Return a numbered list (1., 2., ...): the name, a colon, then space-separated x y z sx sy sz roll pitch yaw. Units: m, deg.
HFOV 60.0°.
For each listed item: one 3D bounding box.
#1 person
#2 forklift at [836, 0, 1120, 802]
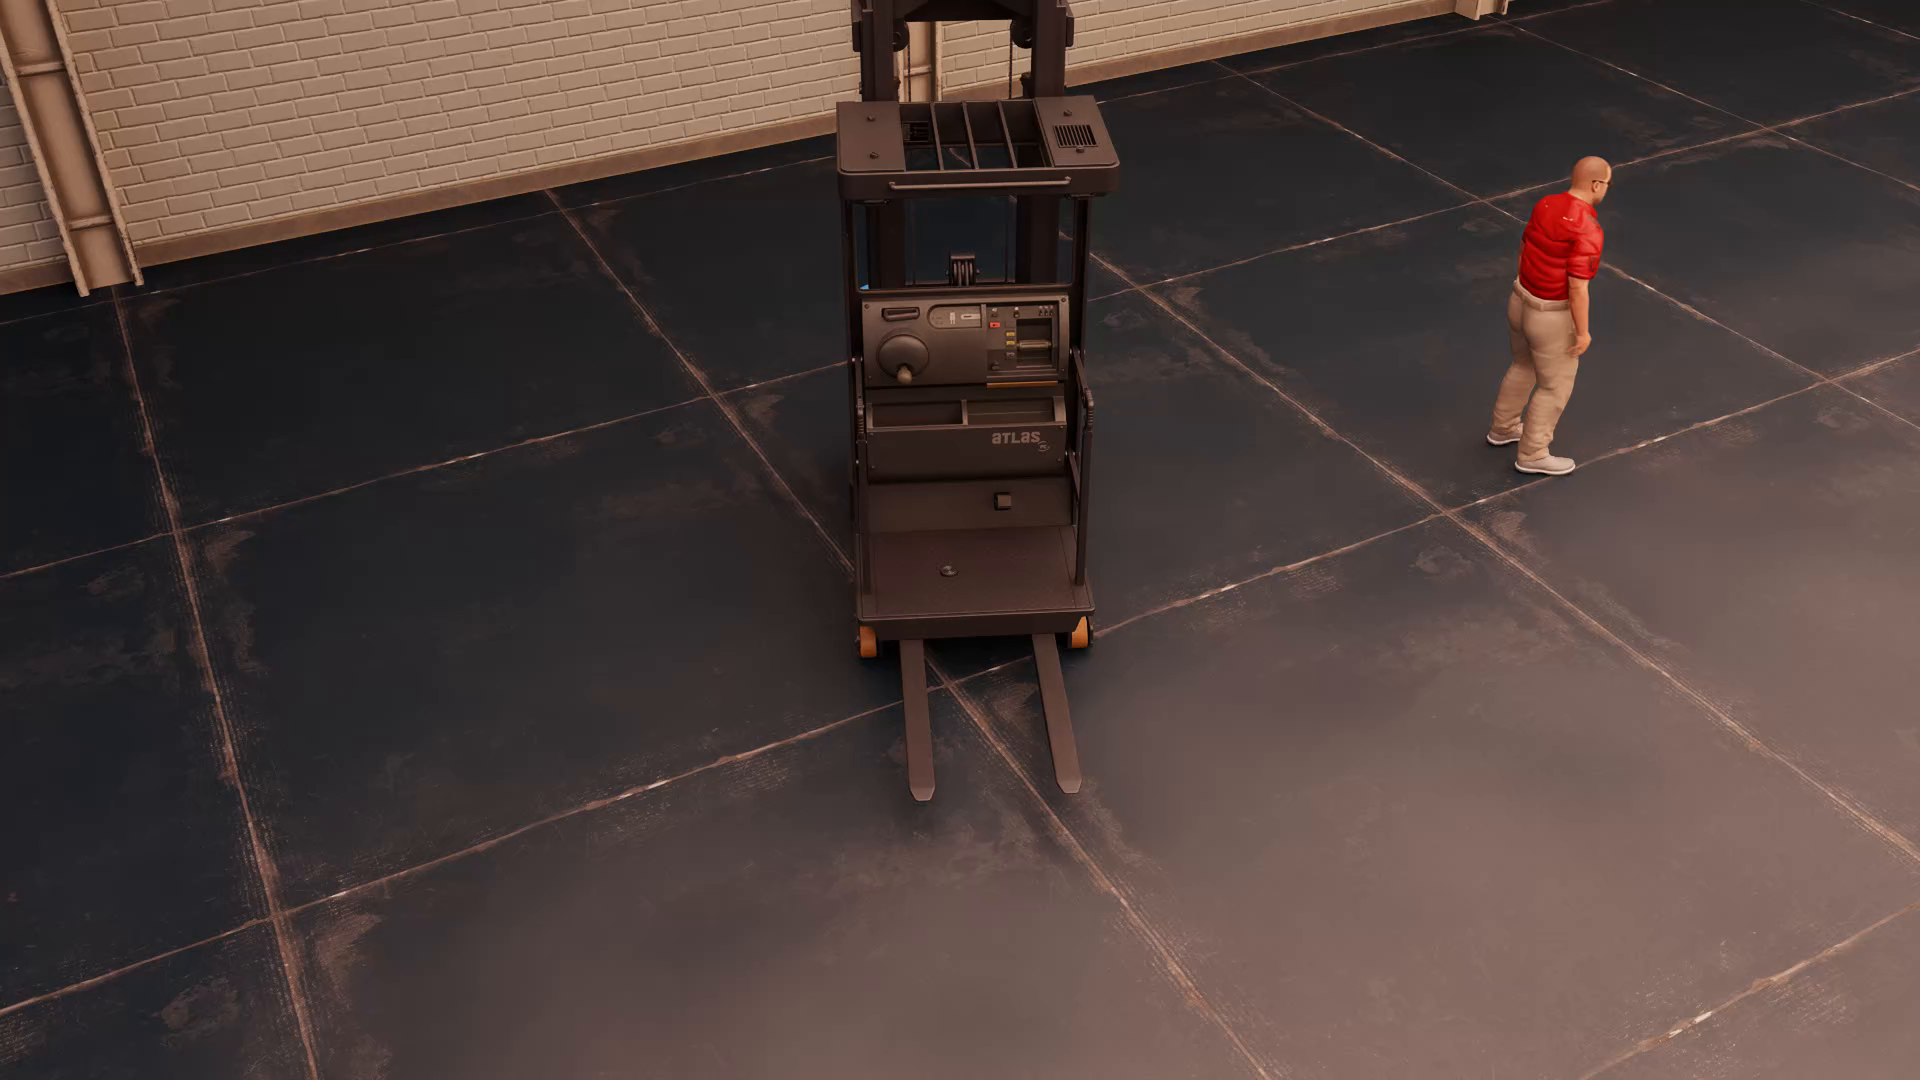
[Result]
1. person: 3.152 -1.207 8.872 0.388 1.726 0.591 -9 36 -12
2. forklift: 0.045 -0.837 7.308 1.130 2.935 3.031 -2 35 -3
